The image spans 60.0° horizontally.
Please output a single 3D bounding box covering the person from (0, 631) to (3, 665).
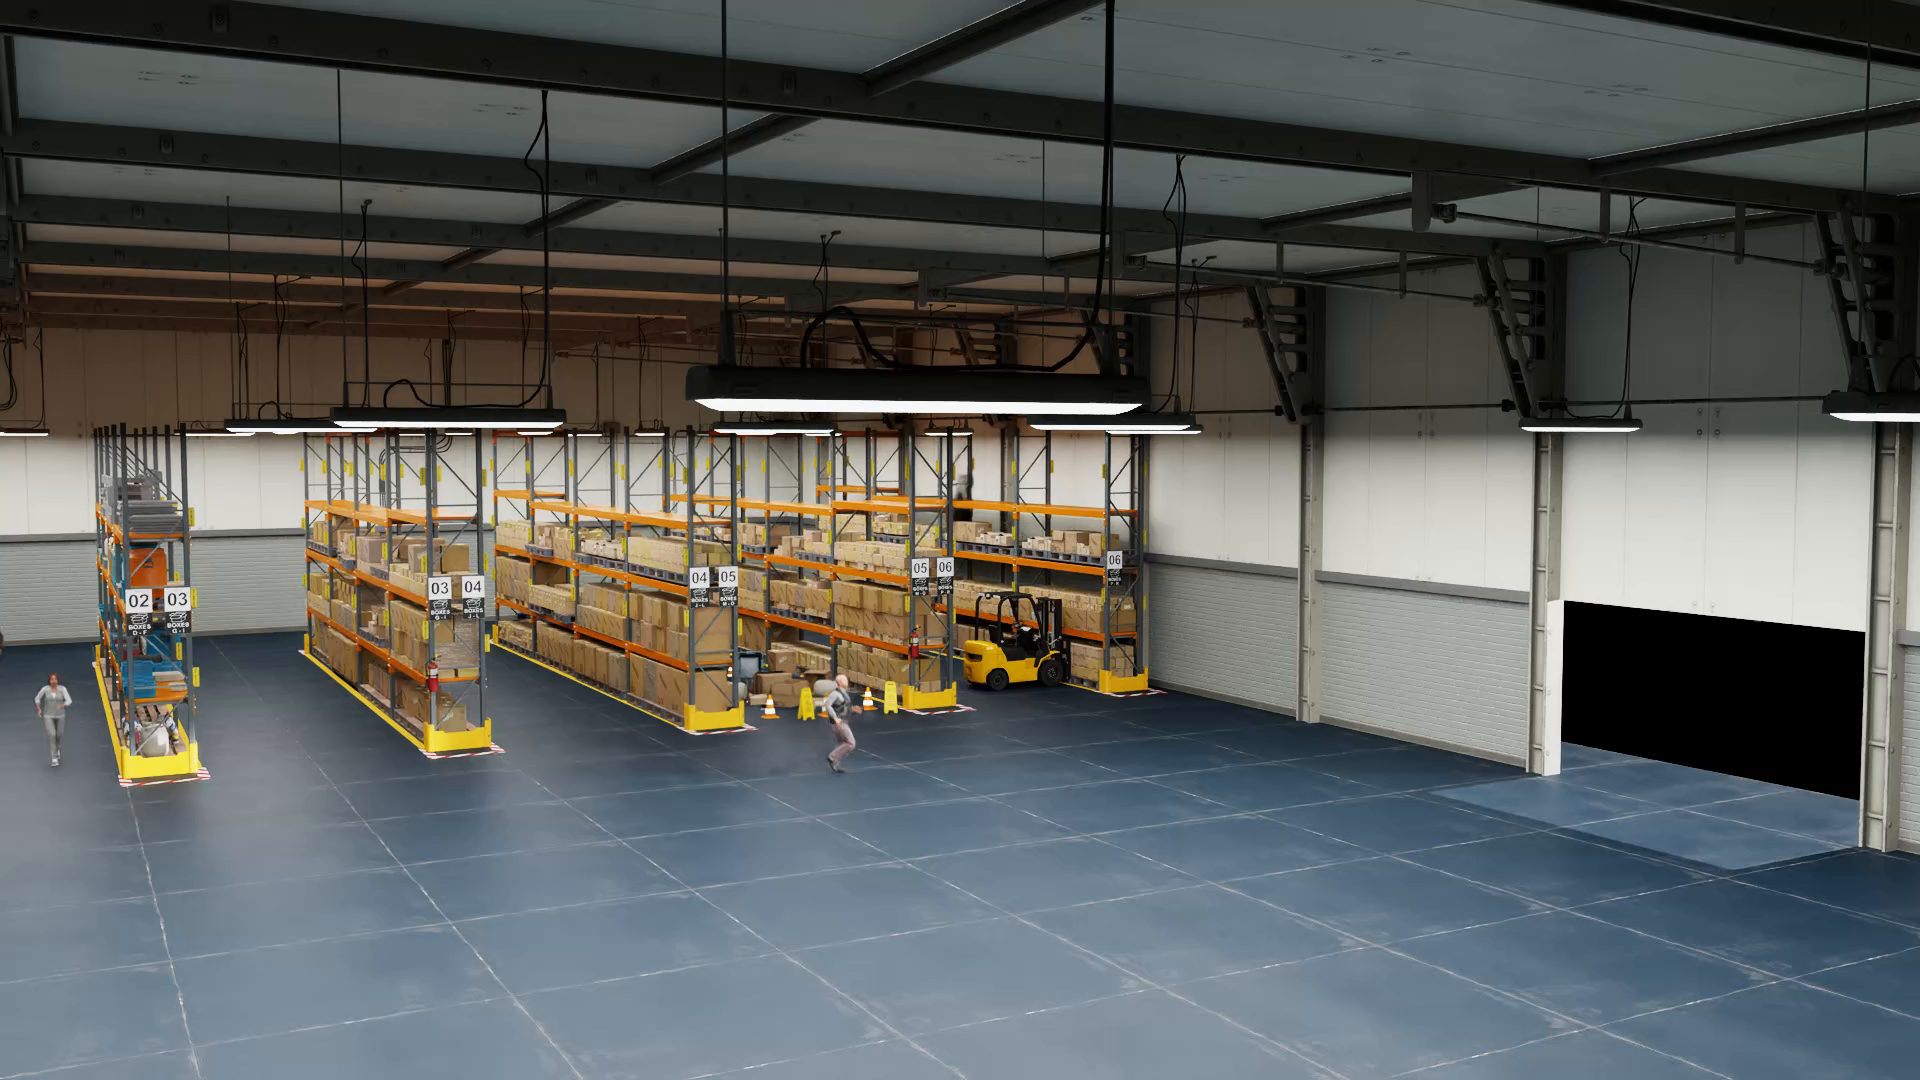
[{"bbox_3d":[-21.562,2.599,36.862,0.694,1.817,0.945,-3,4,-38],"label":"person"}]

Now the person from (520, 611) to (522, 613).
[{"bbox_3d":[-12.756,1.702,48.410,0.472,0.855,0.612,0,3,-4],"label":"person"}]

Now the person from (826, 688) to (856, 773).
[{"bbox_3d":[-9.266,2.733,37.231,17.129,1.468,15.859,0,3,7],"label":"person"}]

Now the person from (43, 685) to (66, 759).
[{"bbox_3d":[-15.995,3.193,29.357,0.346,1.285,0.677,-3,4,-36],"label":"person"}]
